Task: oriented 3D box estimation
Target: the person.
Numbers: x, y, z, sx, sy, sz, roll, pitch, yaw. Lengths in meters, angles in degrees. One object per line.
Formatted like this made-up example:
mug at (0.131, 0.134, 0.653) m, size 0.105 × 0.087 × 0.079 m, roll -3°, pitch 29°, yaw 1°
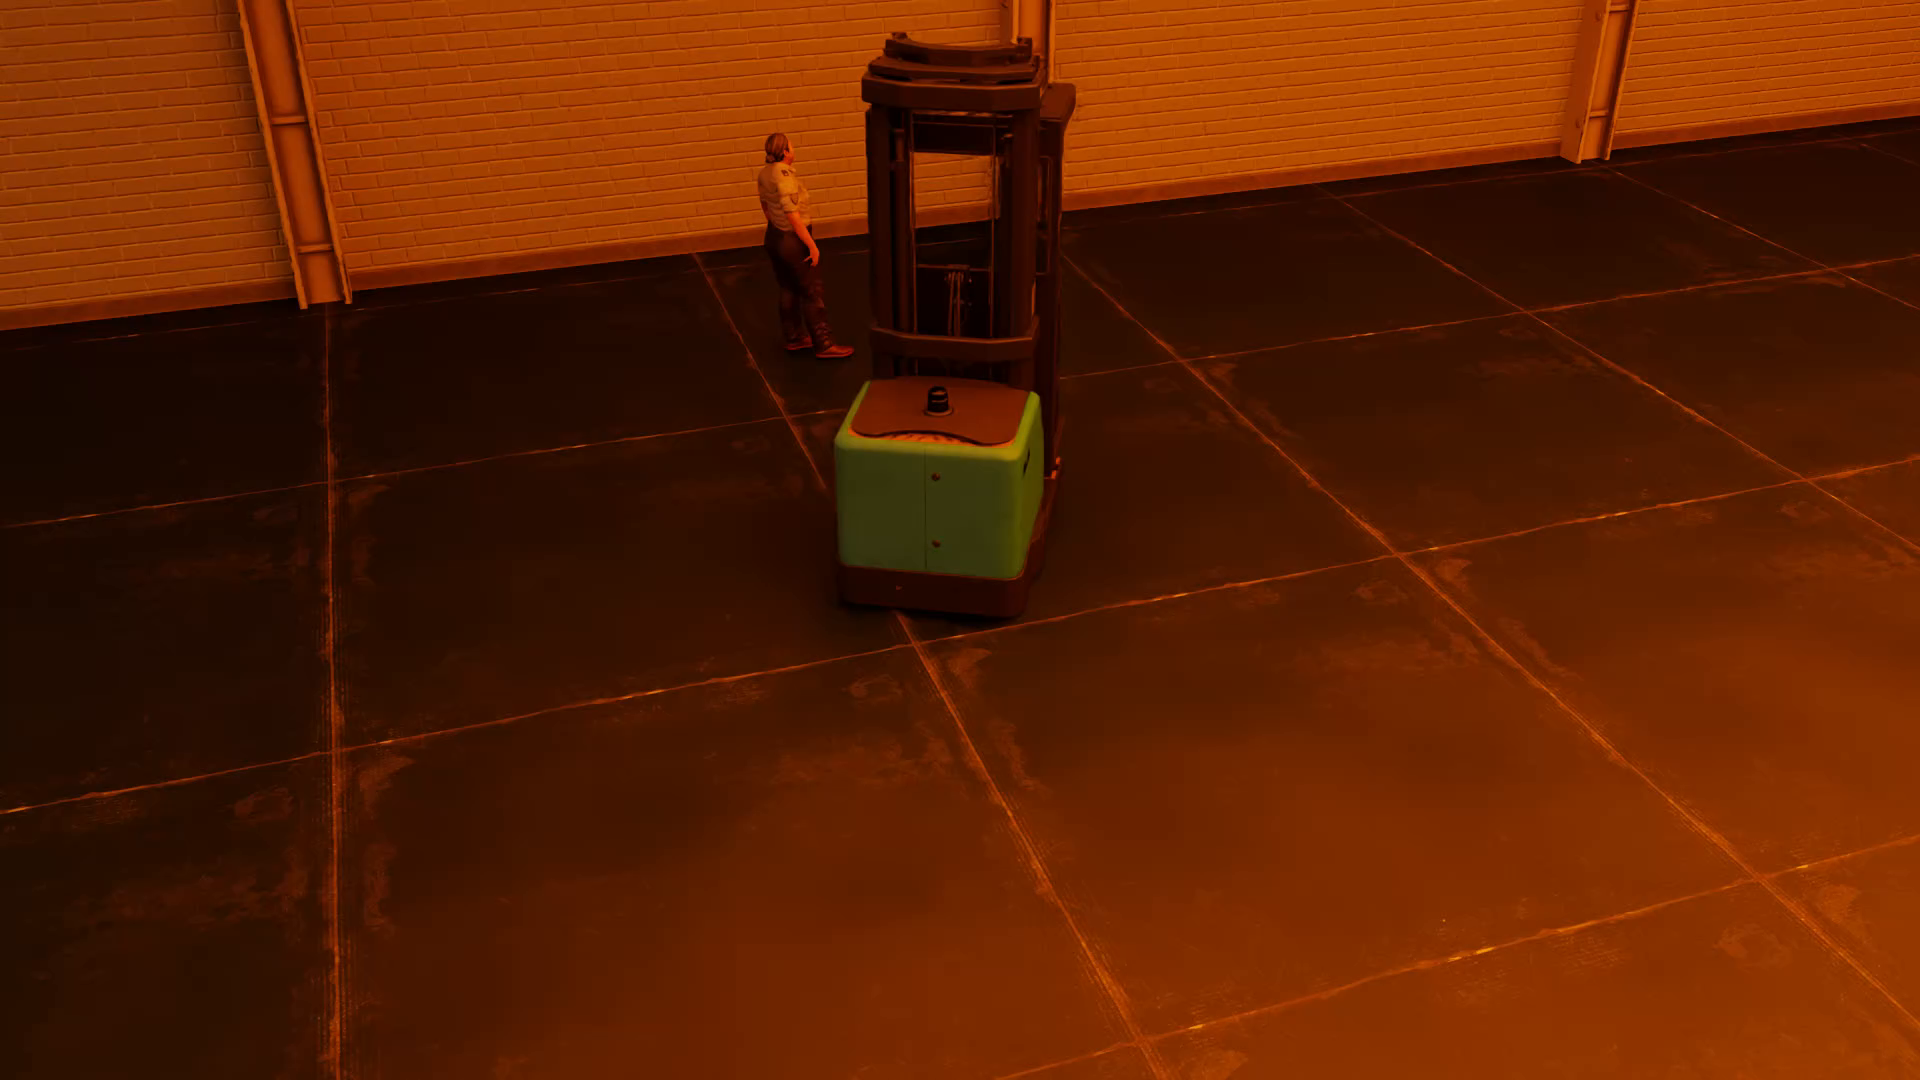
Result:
person at (-1.141, -2.154, 12.105) m, size 0.504 × 1.650 × 0.596 m, roll -18°, pitch 34°, yaw -28°

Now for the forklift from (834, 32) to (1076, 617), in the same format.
forklift at (0.065, -1.563, 9.804) m, size 1.130 × 2.935 × 3.031 m, roll 5°, pitch 30°, yaw 8°
